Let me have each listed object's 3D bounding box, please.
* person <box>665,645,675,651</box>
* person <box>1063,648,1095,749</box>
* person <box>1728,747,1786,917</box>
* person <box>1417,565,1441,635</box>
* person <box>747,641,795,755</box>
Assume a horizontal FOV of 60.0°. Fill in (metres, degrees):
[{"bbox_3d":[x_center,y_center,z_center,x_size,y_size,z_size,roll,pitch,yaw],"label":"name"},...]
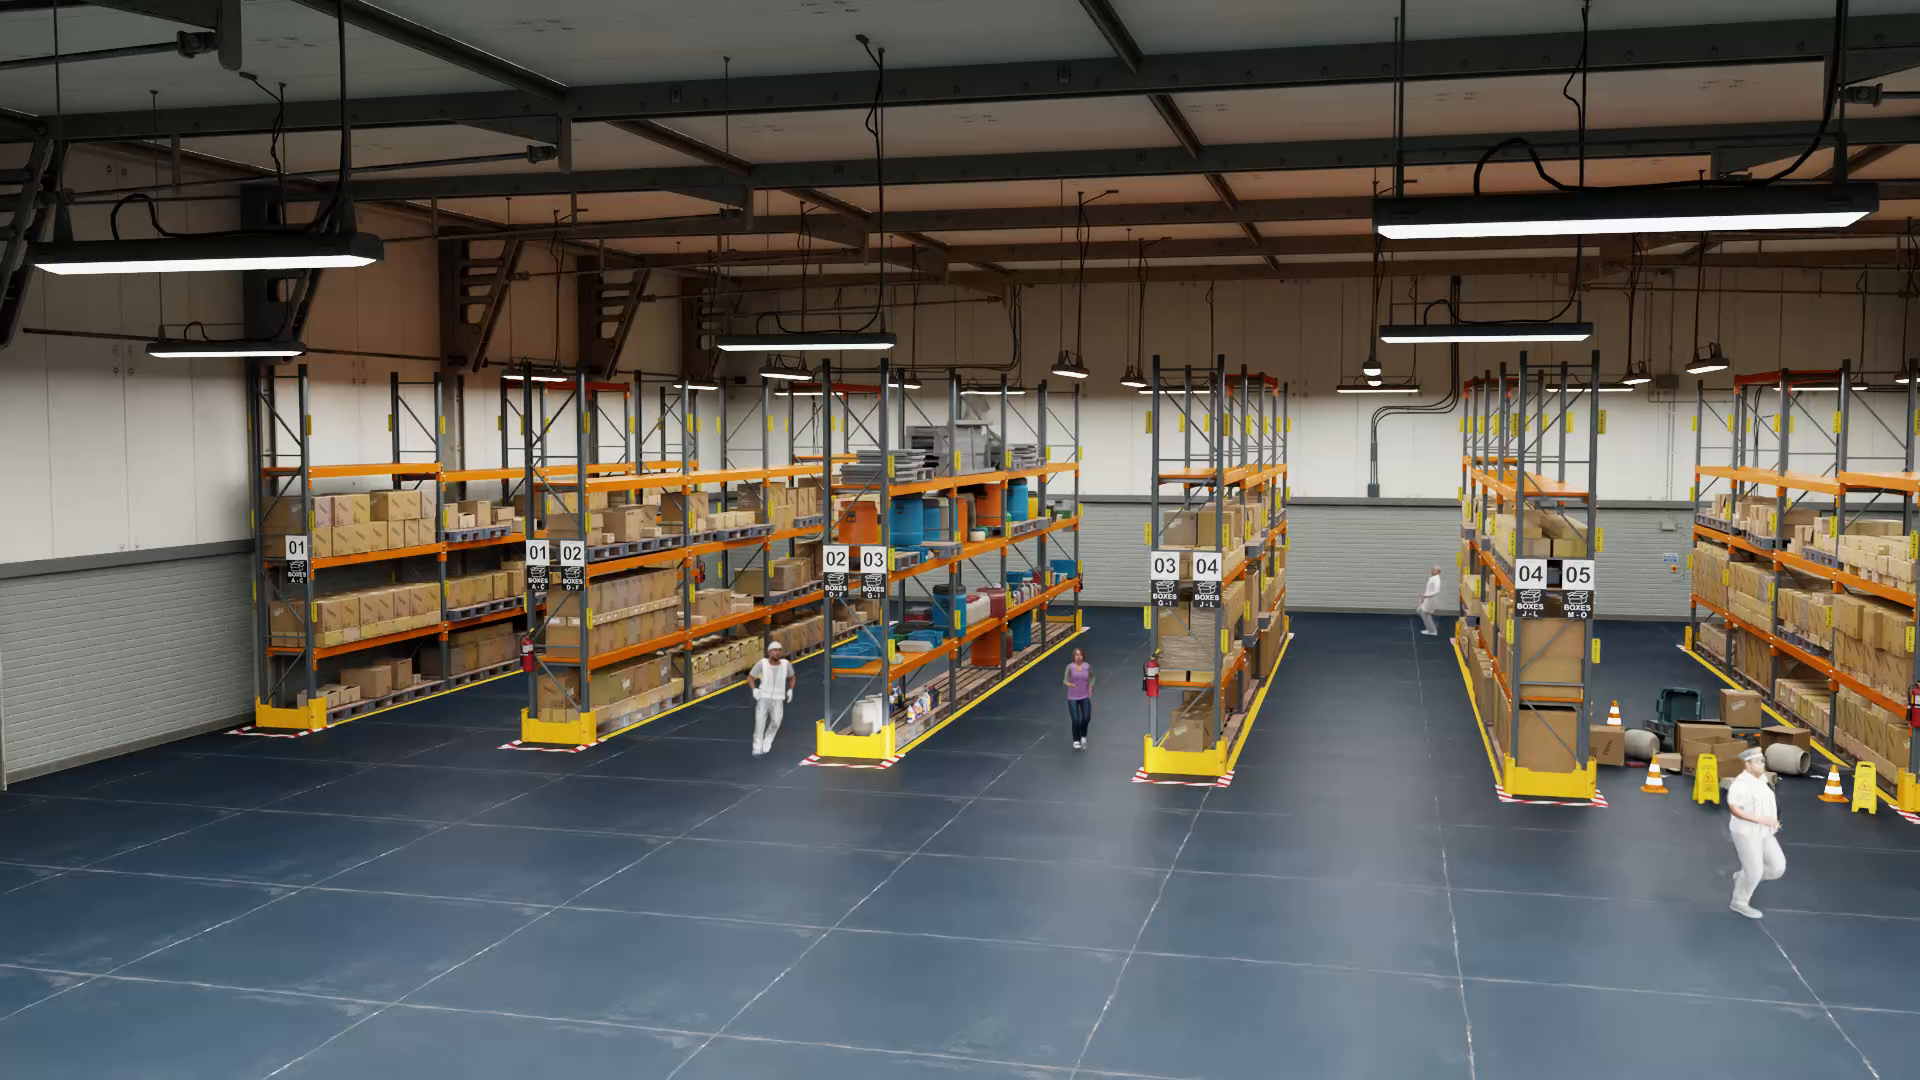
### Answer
[{"bbox_3d":[-6.006,1.813,34.356,0.596,1.622,0.716,1,4,19],"label":"person"},{"bbox_3d":[1.841,2.444,25.541,0.519,1.564,0.580,0,4,-3],"label":"person"},{"bbox_3d":[8.120,2.967,16.940,0.658,1.743,0.591,-3,5,-33],"label":"person"},{"bbox_3d":[11.129,1.427,39.475,0.559,1.690,0.785,1,4,17],"label":"person"},{"bbox_3d":[-2.844,2.401,25.191,0.742,1.723,0.542,-1,4,-12],"label":"person"}]
